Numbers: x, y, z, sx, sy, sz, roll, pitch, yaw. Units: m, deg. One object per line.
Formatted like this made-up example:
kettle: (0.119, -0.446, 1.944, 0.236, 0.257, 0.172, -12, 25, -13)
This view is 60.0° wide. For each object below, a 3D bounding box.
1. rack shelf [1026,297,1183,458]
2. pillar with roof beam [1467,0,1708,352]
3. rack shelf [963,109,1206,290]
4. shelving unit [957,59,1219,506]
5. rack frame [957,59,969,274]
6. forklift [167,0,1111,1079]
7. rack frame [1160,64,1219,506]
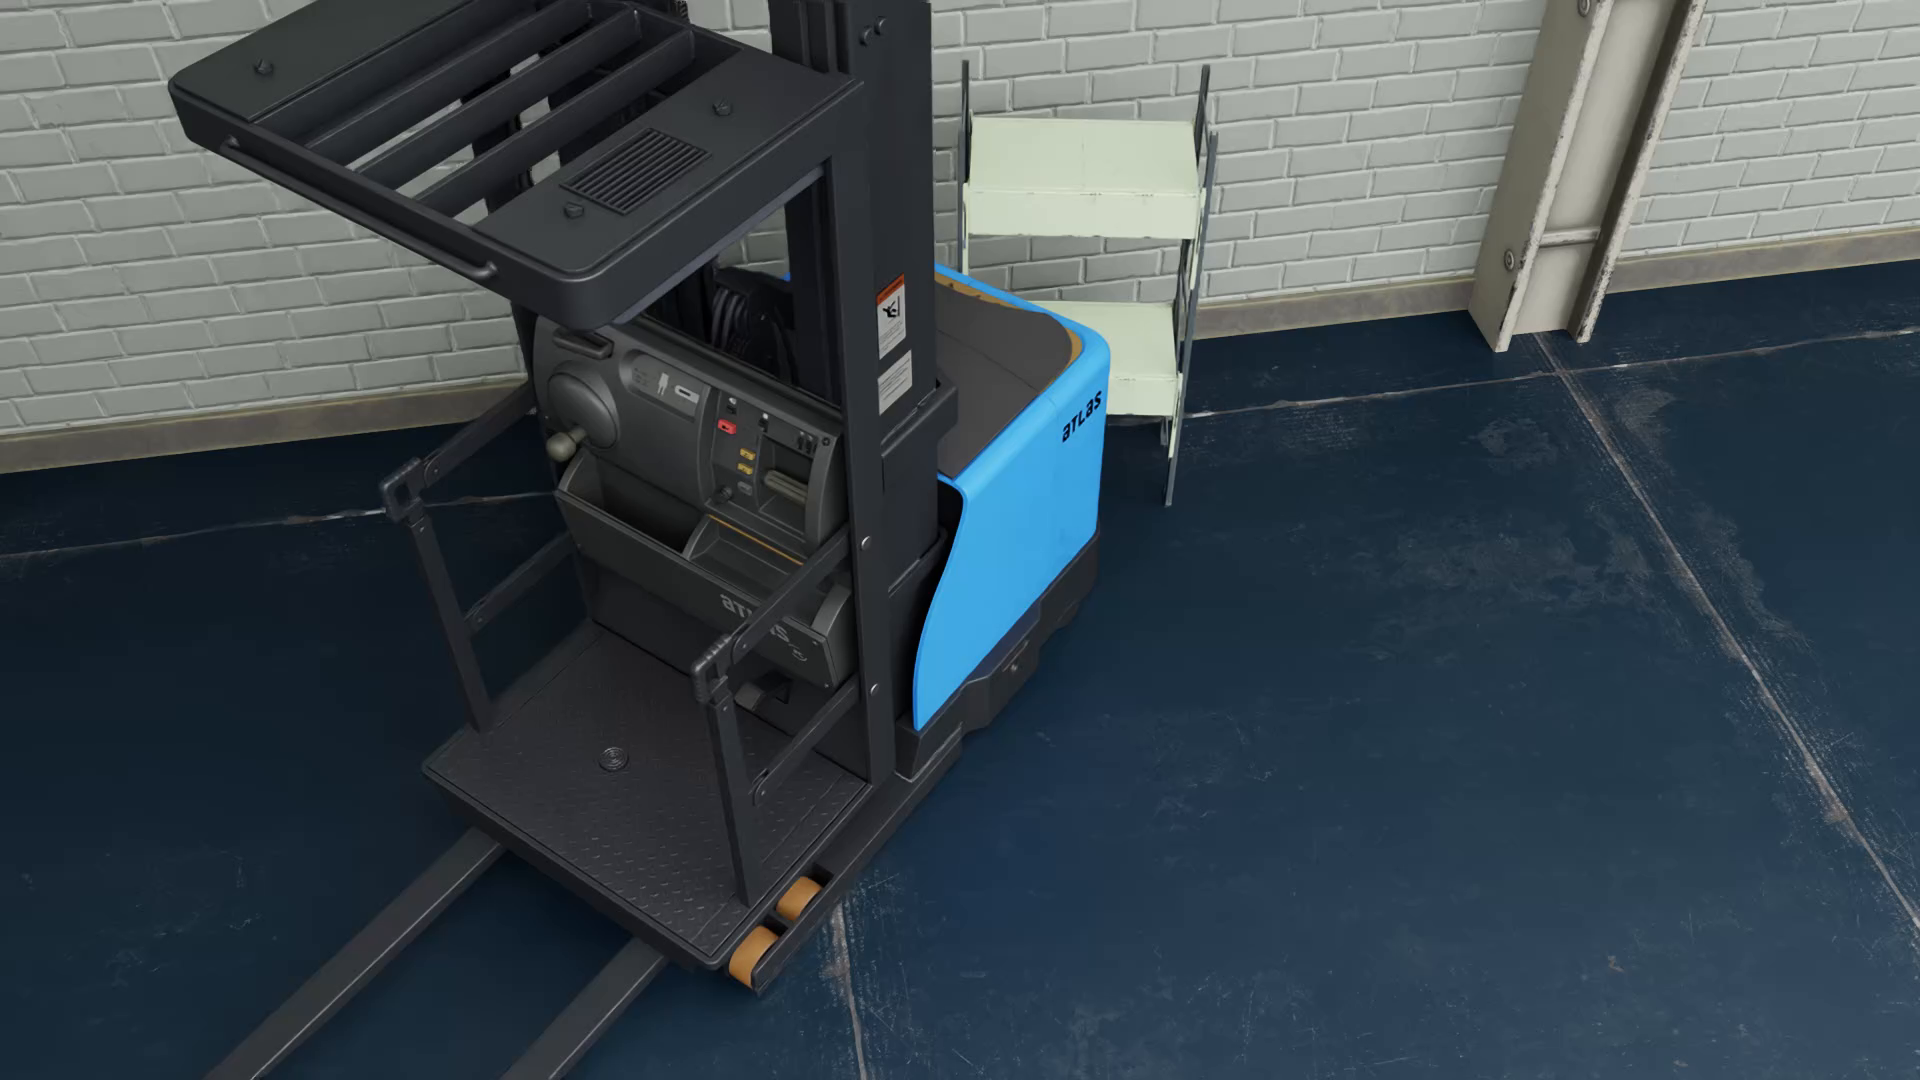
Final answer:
rack shelf: (0.376, -0.568, 5.709, 0.720, 0.370, 0.431, 2, 46, 1)
pillar with roof beam: (2.976, -0.930, 0.397, 0.400, 9.000, 9.100, -7, 46, -7)
rack shelf: (0.376, -1.065, 5.193, 0.720, 0.370, 0.431, 2, 46, 1)
shelving unit: (0.376, -0.794, 5.474, 0.755, 1.500, 0.431, 2, 46, 1)
rack frame: (0.010, -0.804, 5.483, 0.023, 1.500, 0.400, 2, 46, 1)
forklift: (-0.799, -0.192, 3.899, 1.130, 2.935, 3.031, 27, 52, 23)
rack frame: (0.742, -0.784, 5.464, 0.023, 1.500, 0.400, 2, 46, 1)
